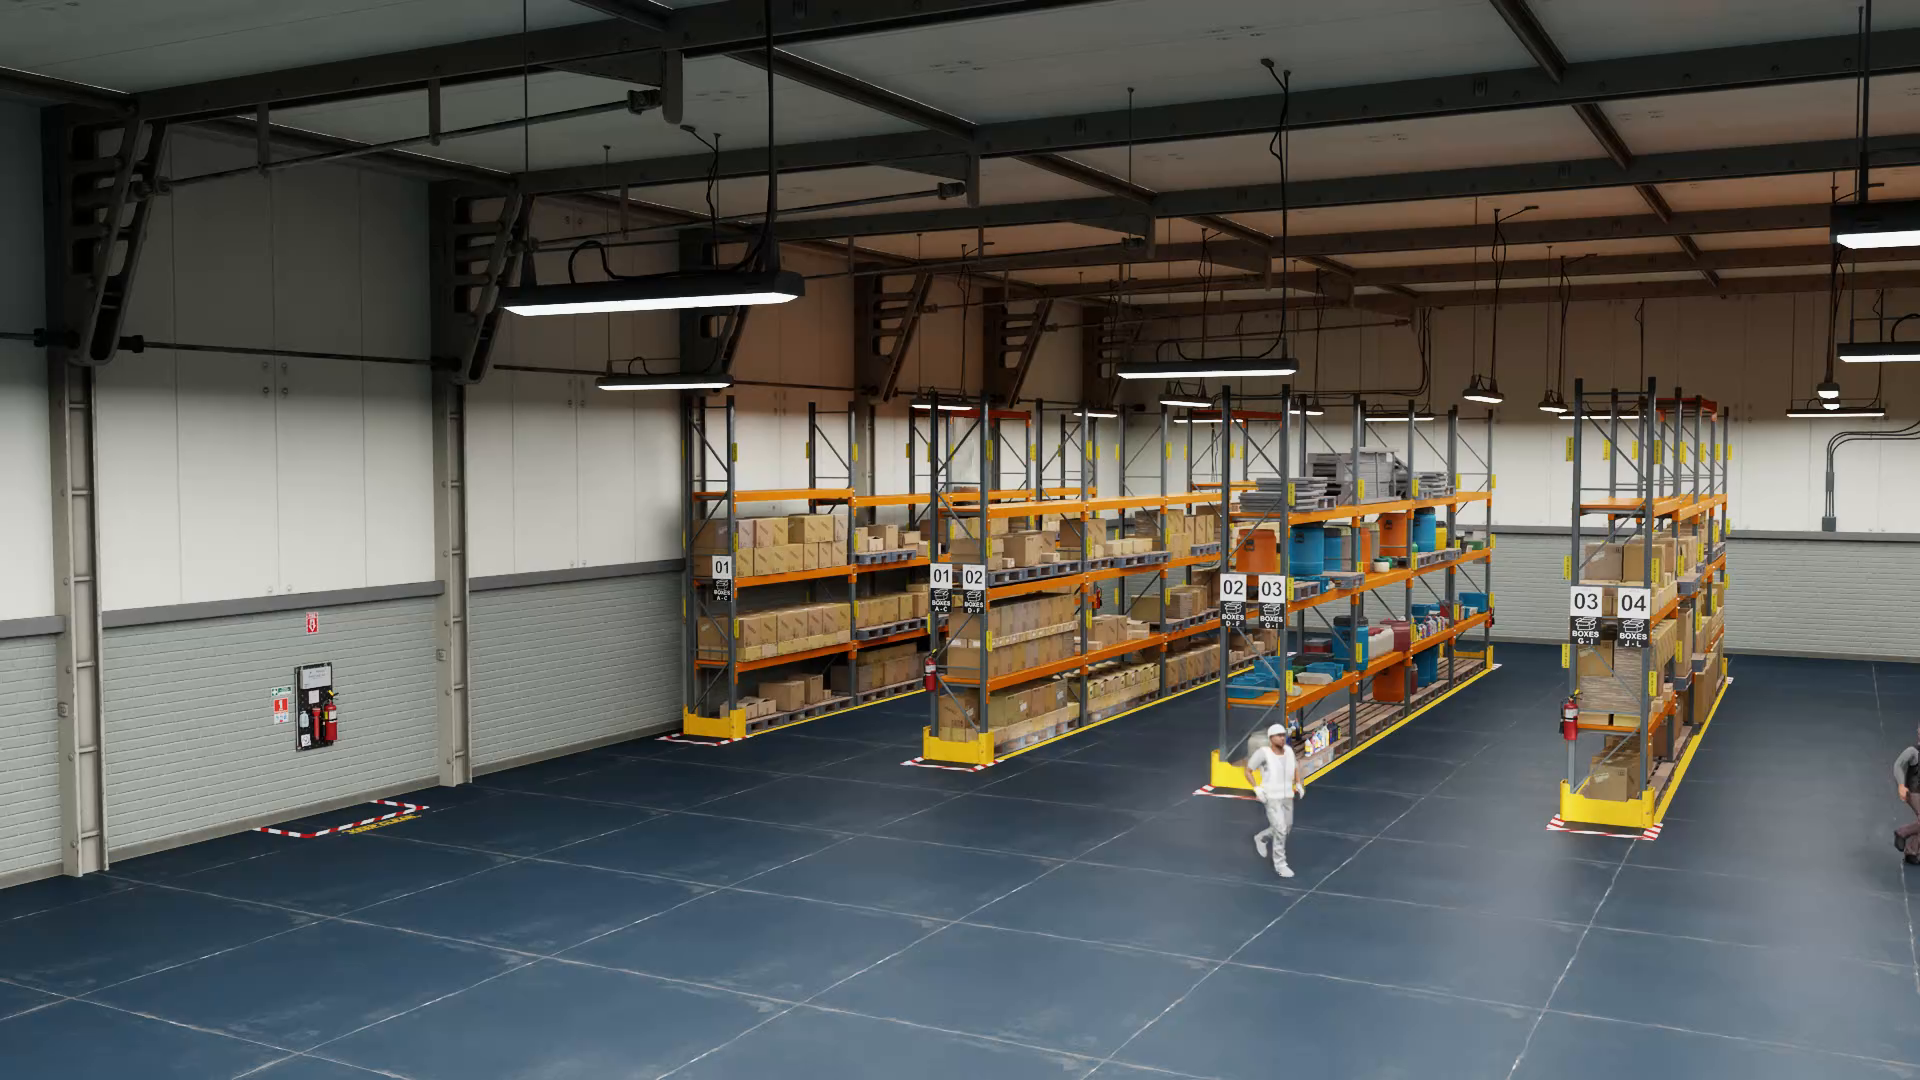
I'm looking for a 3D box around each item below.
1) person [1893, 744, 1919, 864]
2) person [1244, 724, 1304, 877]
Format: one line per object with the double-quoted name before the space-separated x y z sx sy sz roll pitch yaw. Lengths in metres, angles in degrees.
"person" 11.797 3.112 20.259 0.681 1.648 0.527 -1 3 -10
"person" 3.753 3.076 19.910 0.709 1.766 0.833 -2 3 -28
